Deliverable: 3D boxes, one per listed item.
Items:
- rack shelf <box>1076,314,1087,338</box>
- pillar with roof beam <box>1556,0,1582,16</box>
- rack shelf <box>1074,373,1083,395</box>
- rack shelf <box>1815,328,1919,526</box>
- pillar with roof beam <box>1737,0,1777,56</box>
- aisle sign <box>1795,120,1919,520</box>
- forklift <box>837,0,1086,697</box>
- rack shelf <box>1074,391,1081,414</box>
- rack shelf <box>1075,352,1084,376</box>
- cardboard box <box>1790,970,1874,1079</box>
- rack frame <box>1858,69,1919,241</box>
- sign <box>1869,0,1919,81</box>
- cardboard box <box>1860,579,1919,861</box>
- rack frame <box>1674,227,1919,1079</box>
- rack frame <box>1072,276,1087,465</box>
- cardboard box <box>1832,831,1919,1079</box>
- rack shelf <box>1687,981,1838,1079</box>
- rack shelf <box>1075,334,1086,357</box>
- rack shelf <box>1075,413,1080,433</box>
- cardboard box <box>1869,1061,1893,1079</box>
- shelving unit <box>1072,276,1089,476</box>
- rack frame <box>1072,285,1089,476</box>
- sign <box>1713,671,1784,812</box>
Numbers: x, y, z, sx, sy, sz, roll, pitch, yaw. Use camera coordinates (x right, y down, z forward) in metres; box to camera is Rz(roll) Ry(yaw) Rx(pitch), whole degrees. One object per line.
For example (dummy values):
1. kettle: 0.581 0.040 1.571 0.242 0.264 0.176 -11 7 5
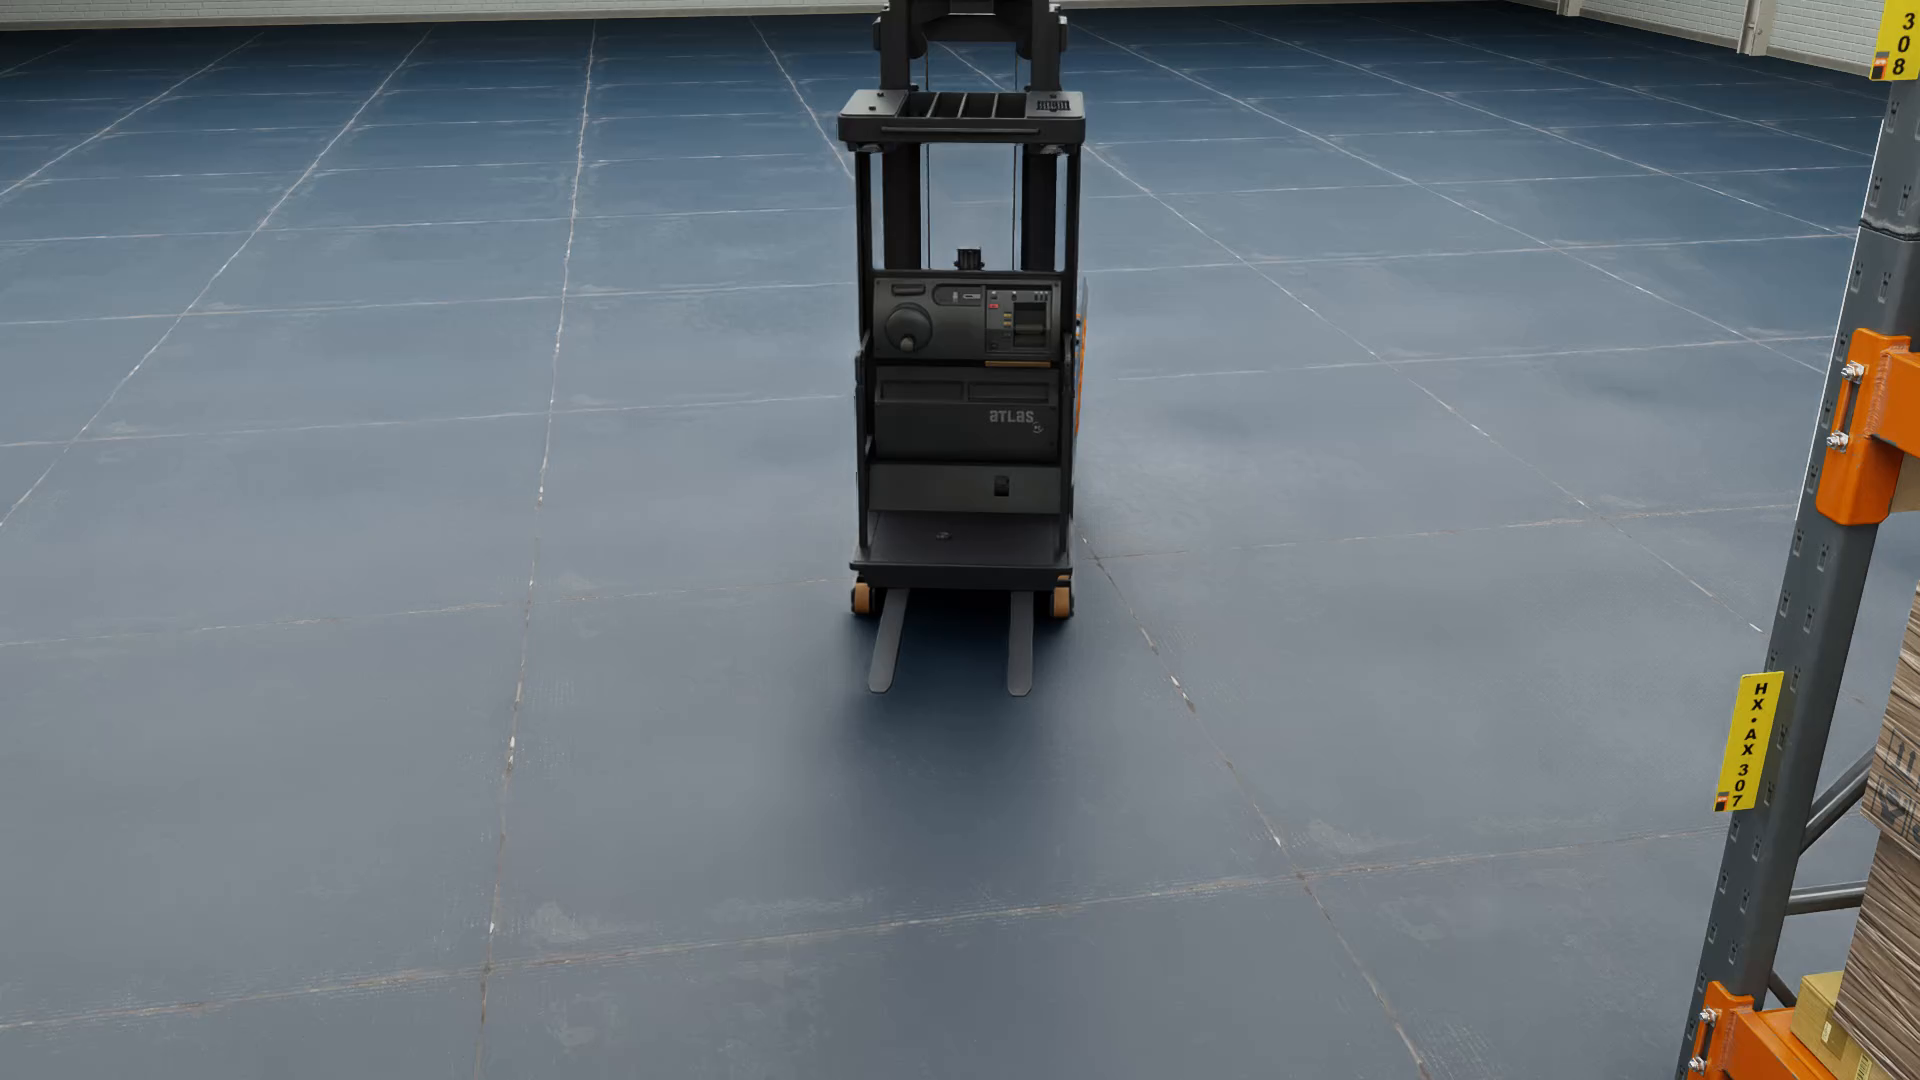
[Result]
1. rack shelf: 0.644 -1.318 10.197 0.258 0.103 0.180 4 -8 9
2. pillar with roof beam: 7.979 -14.341 30.843 9.100 9.000 0.400 -4 24 -10
3. rack shelf: 0.613 -0.963 10.147 0.258 0.103 0.180 4 -8 9
4. rack shelf: 2.544 0.520 1.464 1.077 0.370 4.000 -4 24 -10
5. pillar with roof beam: 9.089 -11.981 25.440 9.100 9.000 0.400 -4 24 -10
6. aisle sign: 1.868 -0.416 3.206 0.394 0.787 0.004 -4 24 -10
7. forklift: 0.026 -1.080 8.060 1.130 2.935 3.031 1 24 3
8. rack shelf: 0.603 -0.844 10.131 0.258 0.103 0.180 4 -8 9
9. rack shelf: 0.623 -1.081 10.164 0.258 0.103 0.180 4 -8 9
10. cardboard box: 1.992 1.023 3.474 0.380 0.149 0.250 -4 24 -10
11. rack frame: 2.174 -1.971 2.520 1.000 3.000 0.127 -4 24 -10
12. sign: 1.641 -0.957 2.854 0.100 0.325 0.005 -4 24 -10
13. cardboard box: 2.008 0.374 2.900 0.500 0.500 0.500 -4 24 -10
14. rack frame: 2.174 0.778 3.721 1.000 3.000 0.127 -4 24 -10
15. rack frame: 0.604 -1.020 10.064 0.240 1.200 0.006 4 -8 9
16. cardboard box: 2.249 0.814 3.142 0.875 0.500 0.500 -4 24 -10
17. rack shelf: 2.544 1.894 2.064 1.077 0.370 4.000 -4 24 -10
18. rack shelf: 0.634 -1.199 10.181 0.258 0.103 0.180 4 -8 9
19. rack shelf: 0.593 -0.726 10.114 0.258 0.103 0.180 4 -8 9
20. cardboard box: 2.020 1.123 3.246 0.380 0.149 0.250 -4 24 -10
21. shelving unit: 0.617 -1.006 10.154 0.258 1.200 0.189 4 -8 9
22. rack frame: 0.629 -0.993 10.243 0.240 1.200 0.006 4 -8 9
23. sign: 1.641 0.421 3.456 0.100 0.325 0.005 -4 24 -10
